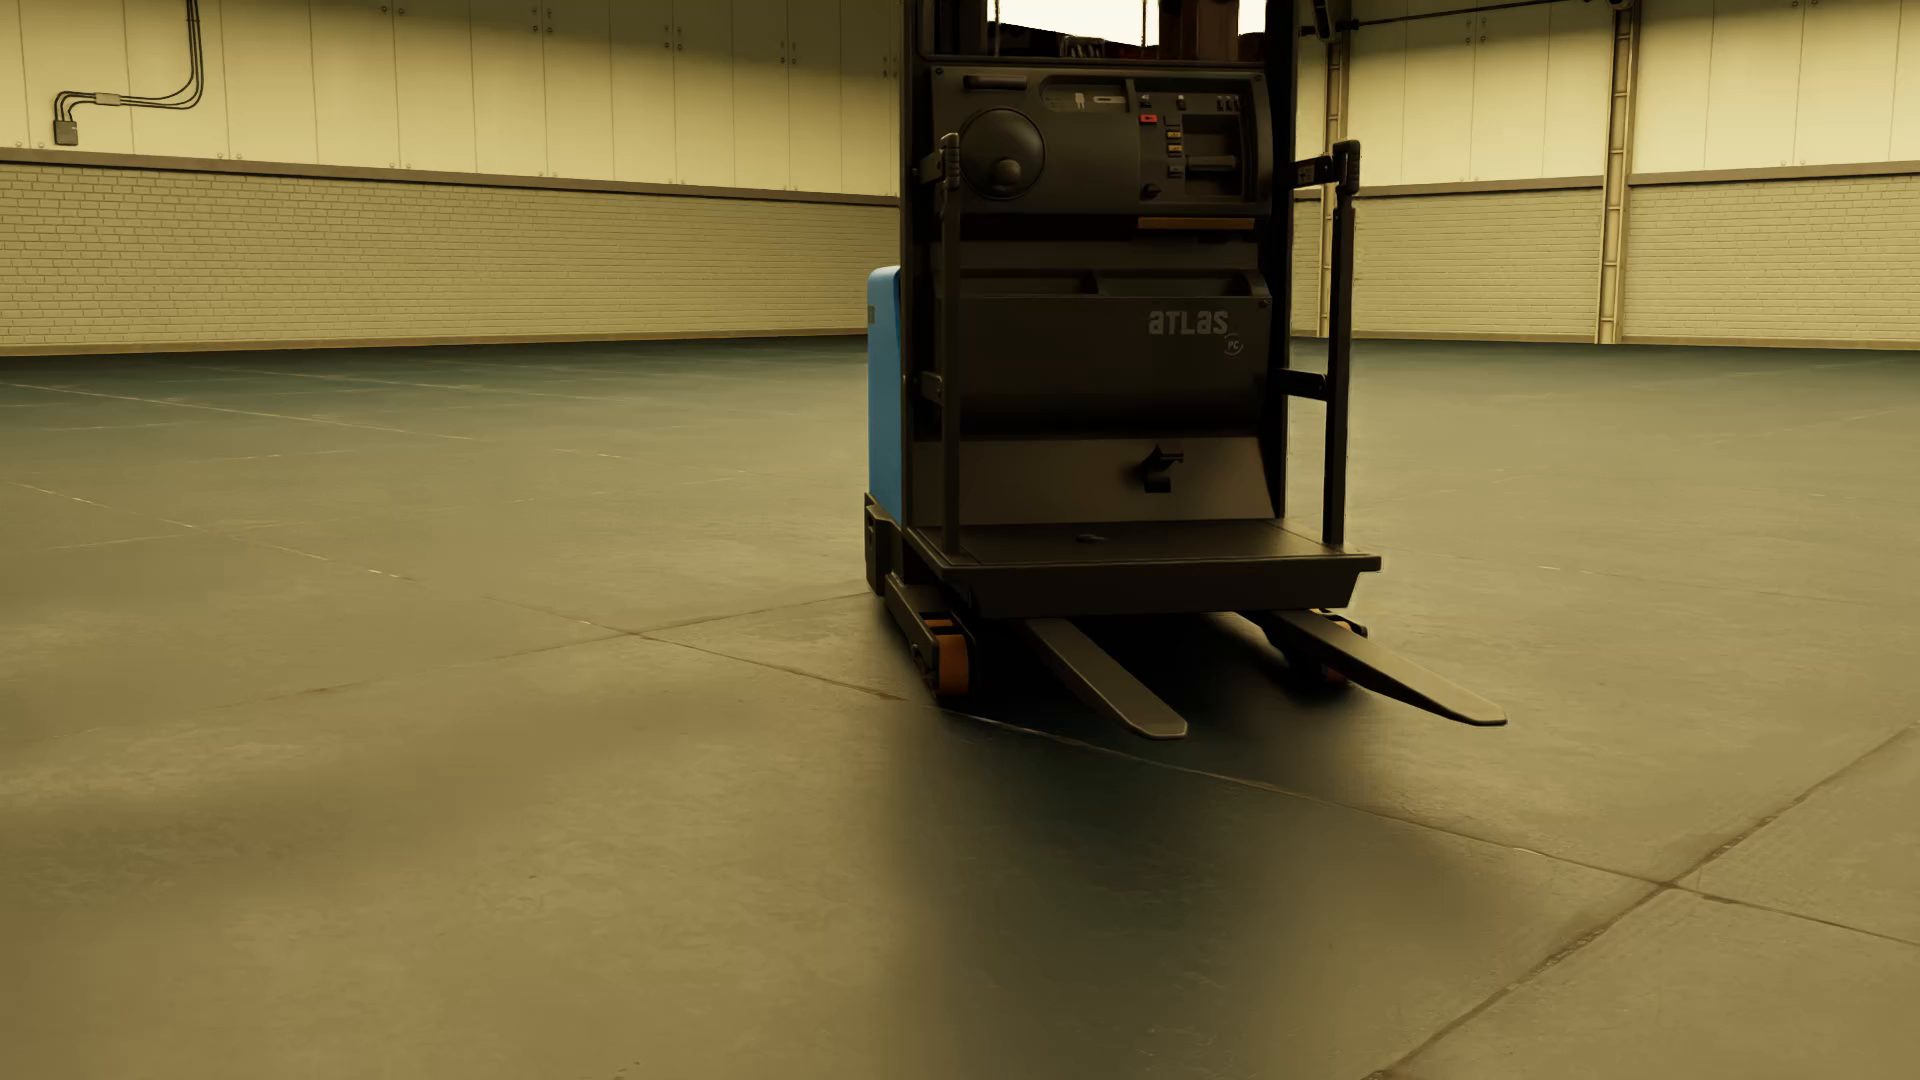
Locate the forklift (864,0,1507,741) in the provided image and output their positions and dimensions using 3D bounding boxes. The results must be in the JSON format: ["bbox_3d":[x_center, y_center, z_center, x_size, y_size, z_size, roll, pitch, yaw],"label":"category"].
[{"bbox_3d":[0.420,-1.113,4.262,1.130,2.935,3.031,-1,9,-9],"label":"forklift"}]
